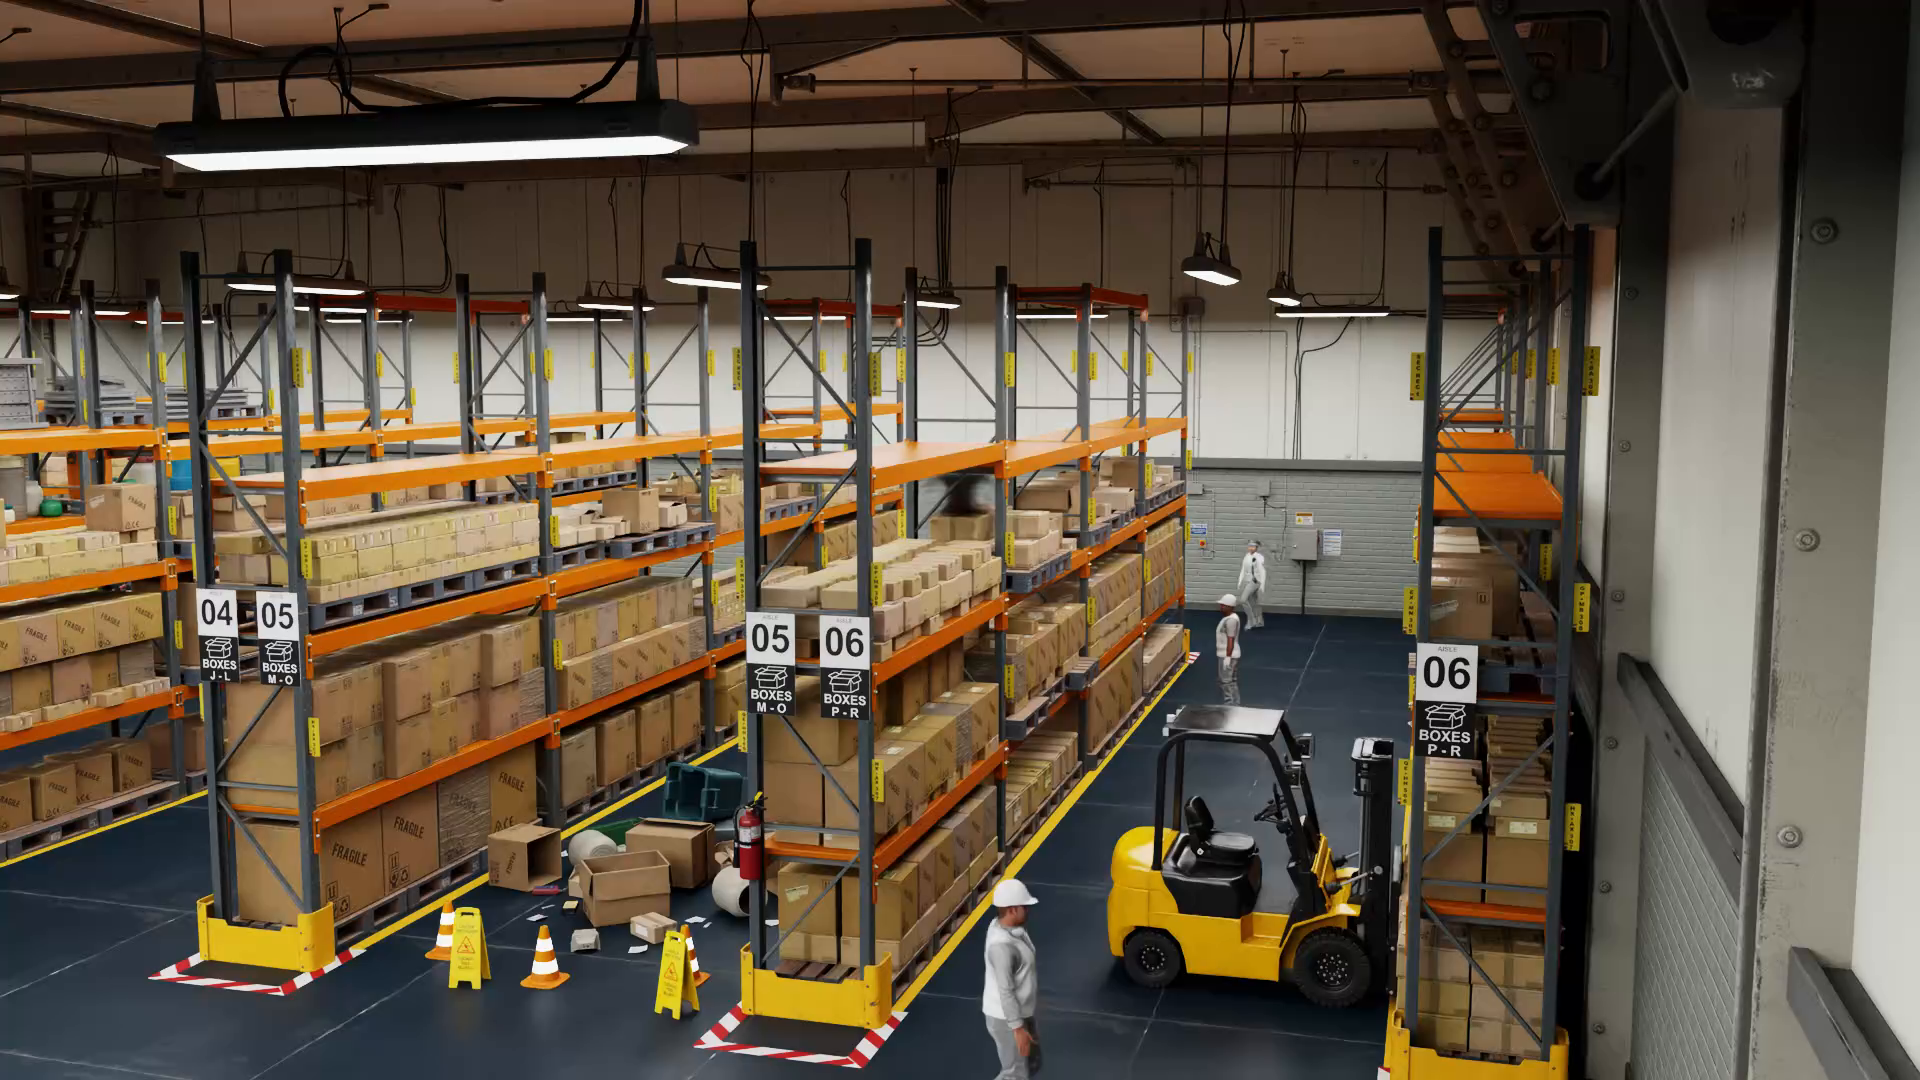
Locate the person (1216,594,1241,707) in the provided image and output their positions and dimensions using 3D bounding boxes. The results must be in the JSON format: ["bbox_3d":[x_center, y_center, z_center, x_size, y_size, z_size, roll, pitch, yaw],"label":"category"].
[{"bbox_3d":[3.778,1.649,23.444,0.366,1.788,0.644,2,7,15],"label":"person"}]

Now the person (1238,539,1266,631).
[{"bbox_3d":[5.489,0.829,31.268,0.514,1.719,0.446,-1,6,-5],"label":"person"}]

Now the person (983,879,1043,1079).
[{"bbox_3d":[0.369,3.074,10.808,0.563,1.775,0.620,1,6,8],"label":"person"}]
